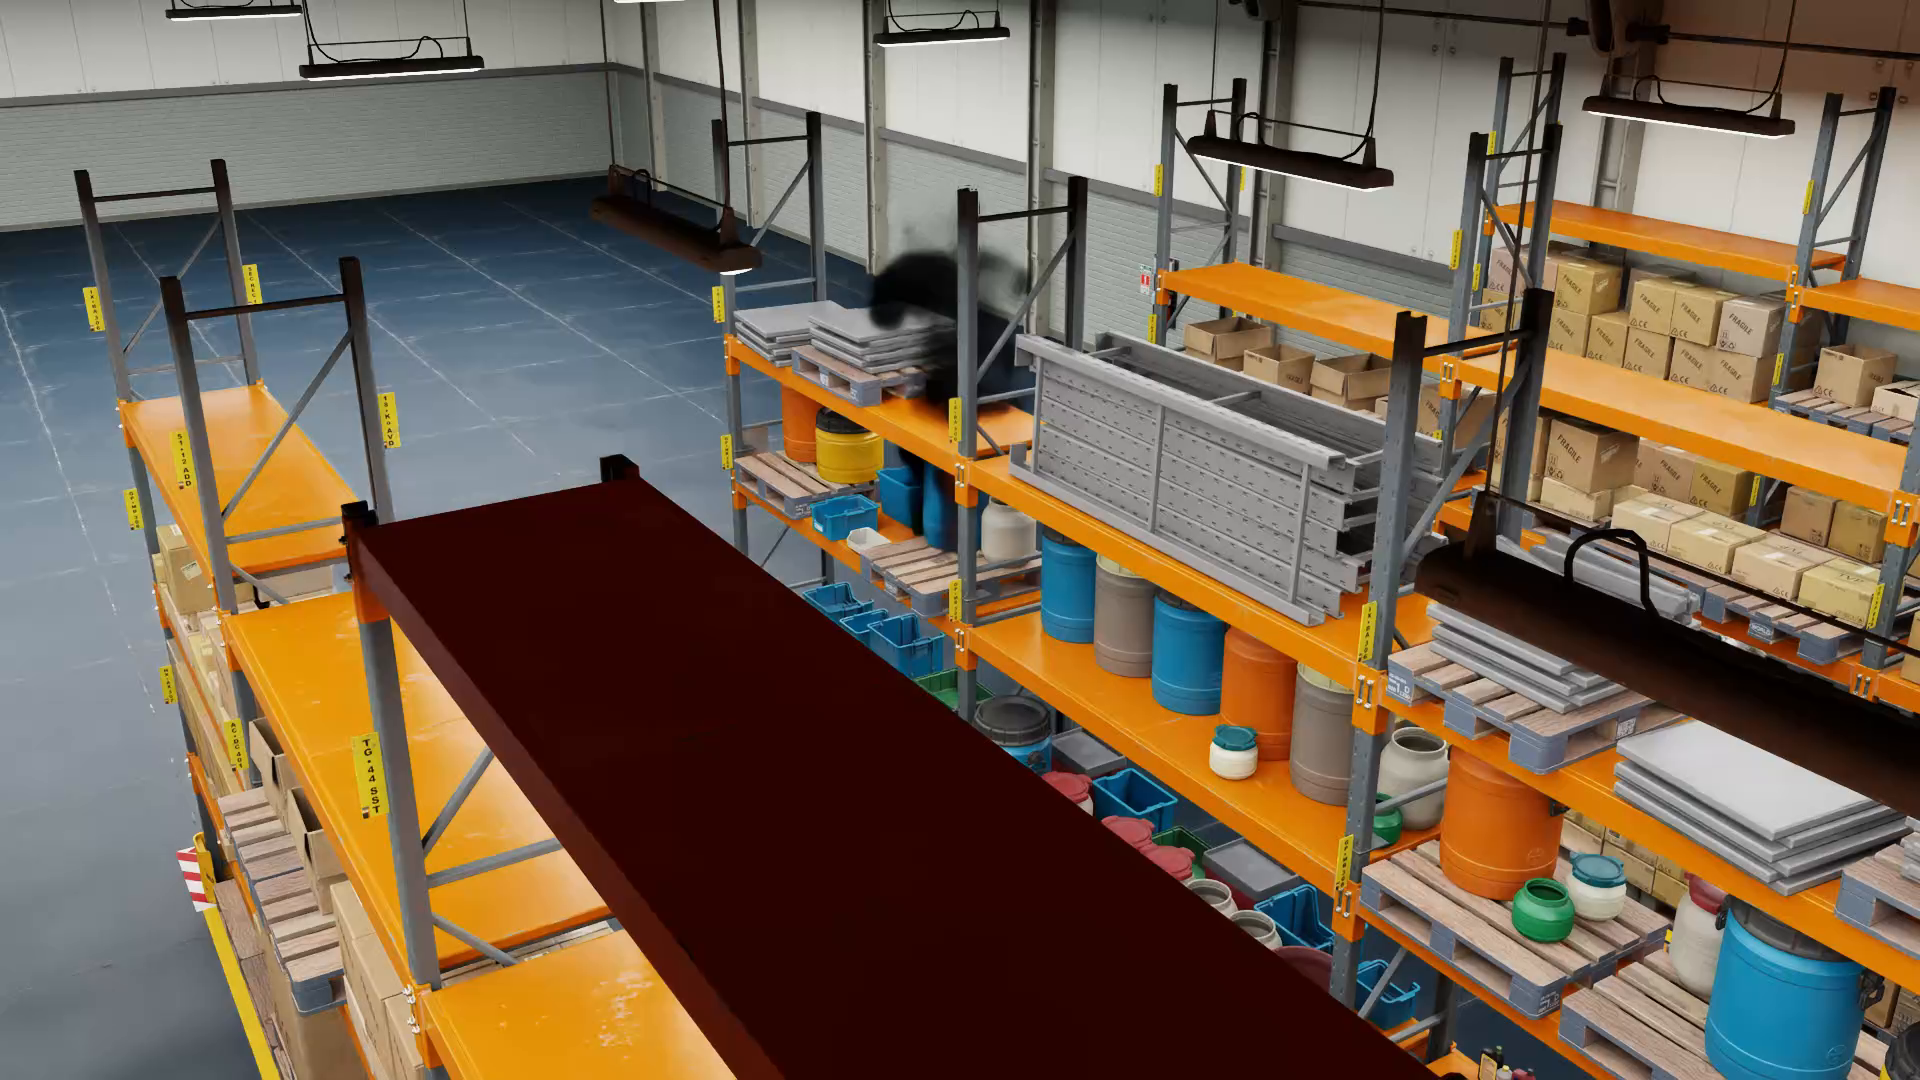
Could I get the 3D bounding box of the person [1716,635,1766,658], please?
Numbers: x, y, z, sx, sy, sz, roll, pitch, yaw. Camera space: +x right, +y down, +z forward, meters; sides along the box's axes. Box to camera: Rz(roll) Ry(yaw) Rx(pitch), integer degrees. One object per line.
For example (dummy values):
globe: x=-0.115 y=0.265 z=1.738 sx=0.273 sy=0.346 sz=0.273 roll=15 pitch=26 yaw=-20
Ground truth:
person: x=7.260 y=1.355 z=15.744 sx=0.610 sy=1.669 sz=0.875 roll=-16 pitch=27 yaw=-34
